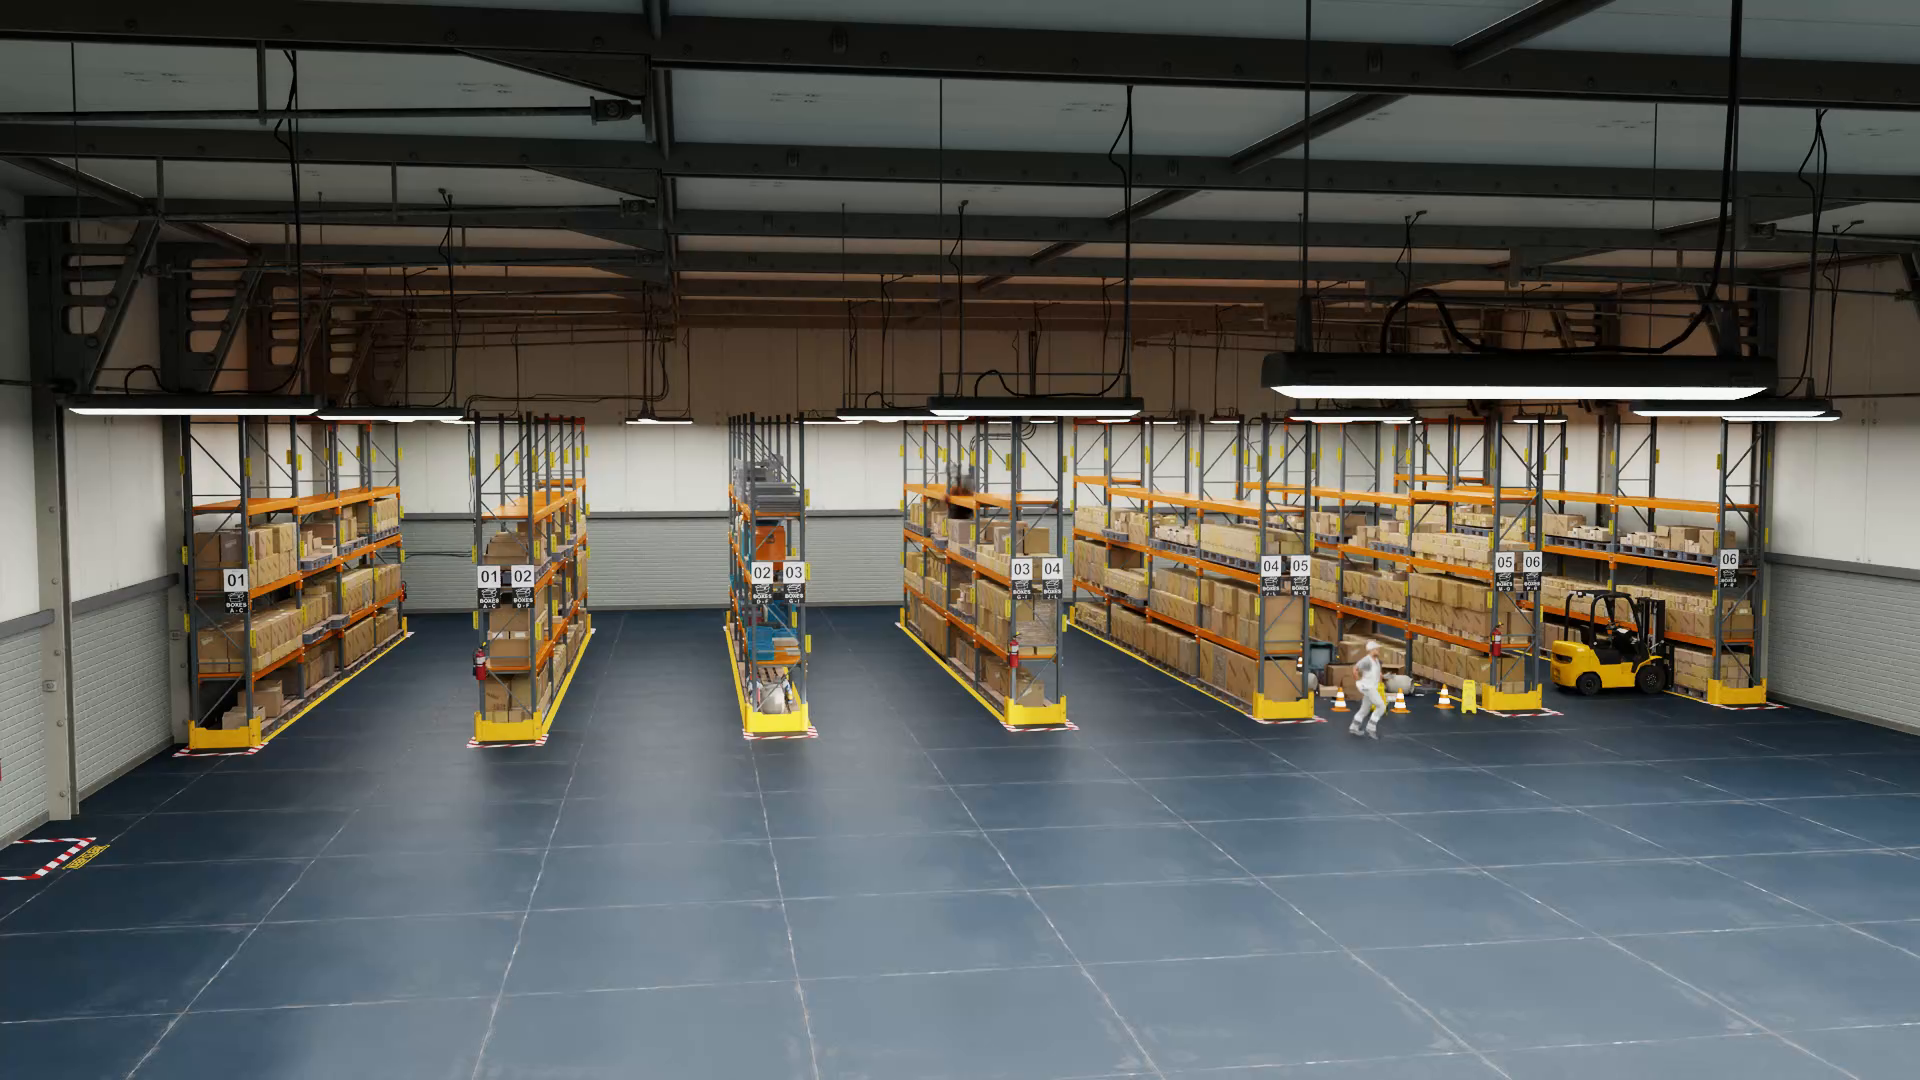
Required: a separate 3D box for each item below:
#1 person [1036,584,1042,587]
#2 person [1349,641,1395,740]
[{"bbox_3d":[2.069,1.664,47.727,0.611,1.668,0.626,2,4,27],"label":"person"},{"bbox_3d":[7.540,2.760,30.462,0.813,1.812,0.644,2,4,27],"label":"person"}]
